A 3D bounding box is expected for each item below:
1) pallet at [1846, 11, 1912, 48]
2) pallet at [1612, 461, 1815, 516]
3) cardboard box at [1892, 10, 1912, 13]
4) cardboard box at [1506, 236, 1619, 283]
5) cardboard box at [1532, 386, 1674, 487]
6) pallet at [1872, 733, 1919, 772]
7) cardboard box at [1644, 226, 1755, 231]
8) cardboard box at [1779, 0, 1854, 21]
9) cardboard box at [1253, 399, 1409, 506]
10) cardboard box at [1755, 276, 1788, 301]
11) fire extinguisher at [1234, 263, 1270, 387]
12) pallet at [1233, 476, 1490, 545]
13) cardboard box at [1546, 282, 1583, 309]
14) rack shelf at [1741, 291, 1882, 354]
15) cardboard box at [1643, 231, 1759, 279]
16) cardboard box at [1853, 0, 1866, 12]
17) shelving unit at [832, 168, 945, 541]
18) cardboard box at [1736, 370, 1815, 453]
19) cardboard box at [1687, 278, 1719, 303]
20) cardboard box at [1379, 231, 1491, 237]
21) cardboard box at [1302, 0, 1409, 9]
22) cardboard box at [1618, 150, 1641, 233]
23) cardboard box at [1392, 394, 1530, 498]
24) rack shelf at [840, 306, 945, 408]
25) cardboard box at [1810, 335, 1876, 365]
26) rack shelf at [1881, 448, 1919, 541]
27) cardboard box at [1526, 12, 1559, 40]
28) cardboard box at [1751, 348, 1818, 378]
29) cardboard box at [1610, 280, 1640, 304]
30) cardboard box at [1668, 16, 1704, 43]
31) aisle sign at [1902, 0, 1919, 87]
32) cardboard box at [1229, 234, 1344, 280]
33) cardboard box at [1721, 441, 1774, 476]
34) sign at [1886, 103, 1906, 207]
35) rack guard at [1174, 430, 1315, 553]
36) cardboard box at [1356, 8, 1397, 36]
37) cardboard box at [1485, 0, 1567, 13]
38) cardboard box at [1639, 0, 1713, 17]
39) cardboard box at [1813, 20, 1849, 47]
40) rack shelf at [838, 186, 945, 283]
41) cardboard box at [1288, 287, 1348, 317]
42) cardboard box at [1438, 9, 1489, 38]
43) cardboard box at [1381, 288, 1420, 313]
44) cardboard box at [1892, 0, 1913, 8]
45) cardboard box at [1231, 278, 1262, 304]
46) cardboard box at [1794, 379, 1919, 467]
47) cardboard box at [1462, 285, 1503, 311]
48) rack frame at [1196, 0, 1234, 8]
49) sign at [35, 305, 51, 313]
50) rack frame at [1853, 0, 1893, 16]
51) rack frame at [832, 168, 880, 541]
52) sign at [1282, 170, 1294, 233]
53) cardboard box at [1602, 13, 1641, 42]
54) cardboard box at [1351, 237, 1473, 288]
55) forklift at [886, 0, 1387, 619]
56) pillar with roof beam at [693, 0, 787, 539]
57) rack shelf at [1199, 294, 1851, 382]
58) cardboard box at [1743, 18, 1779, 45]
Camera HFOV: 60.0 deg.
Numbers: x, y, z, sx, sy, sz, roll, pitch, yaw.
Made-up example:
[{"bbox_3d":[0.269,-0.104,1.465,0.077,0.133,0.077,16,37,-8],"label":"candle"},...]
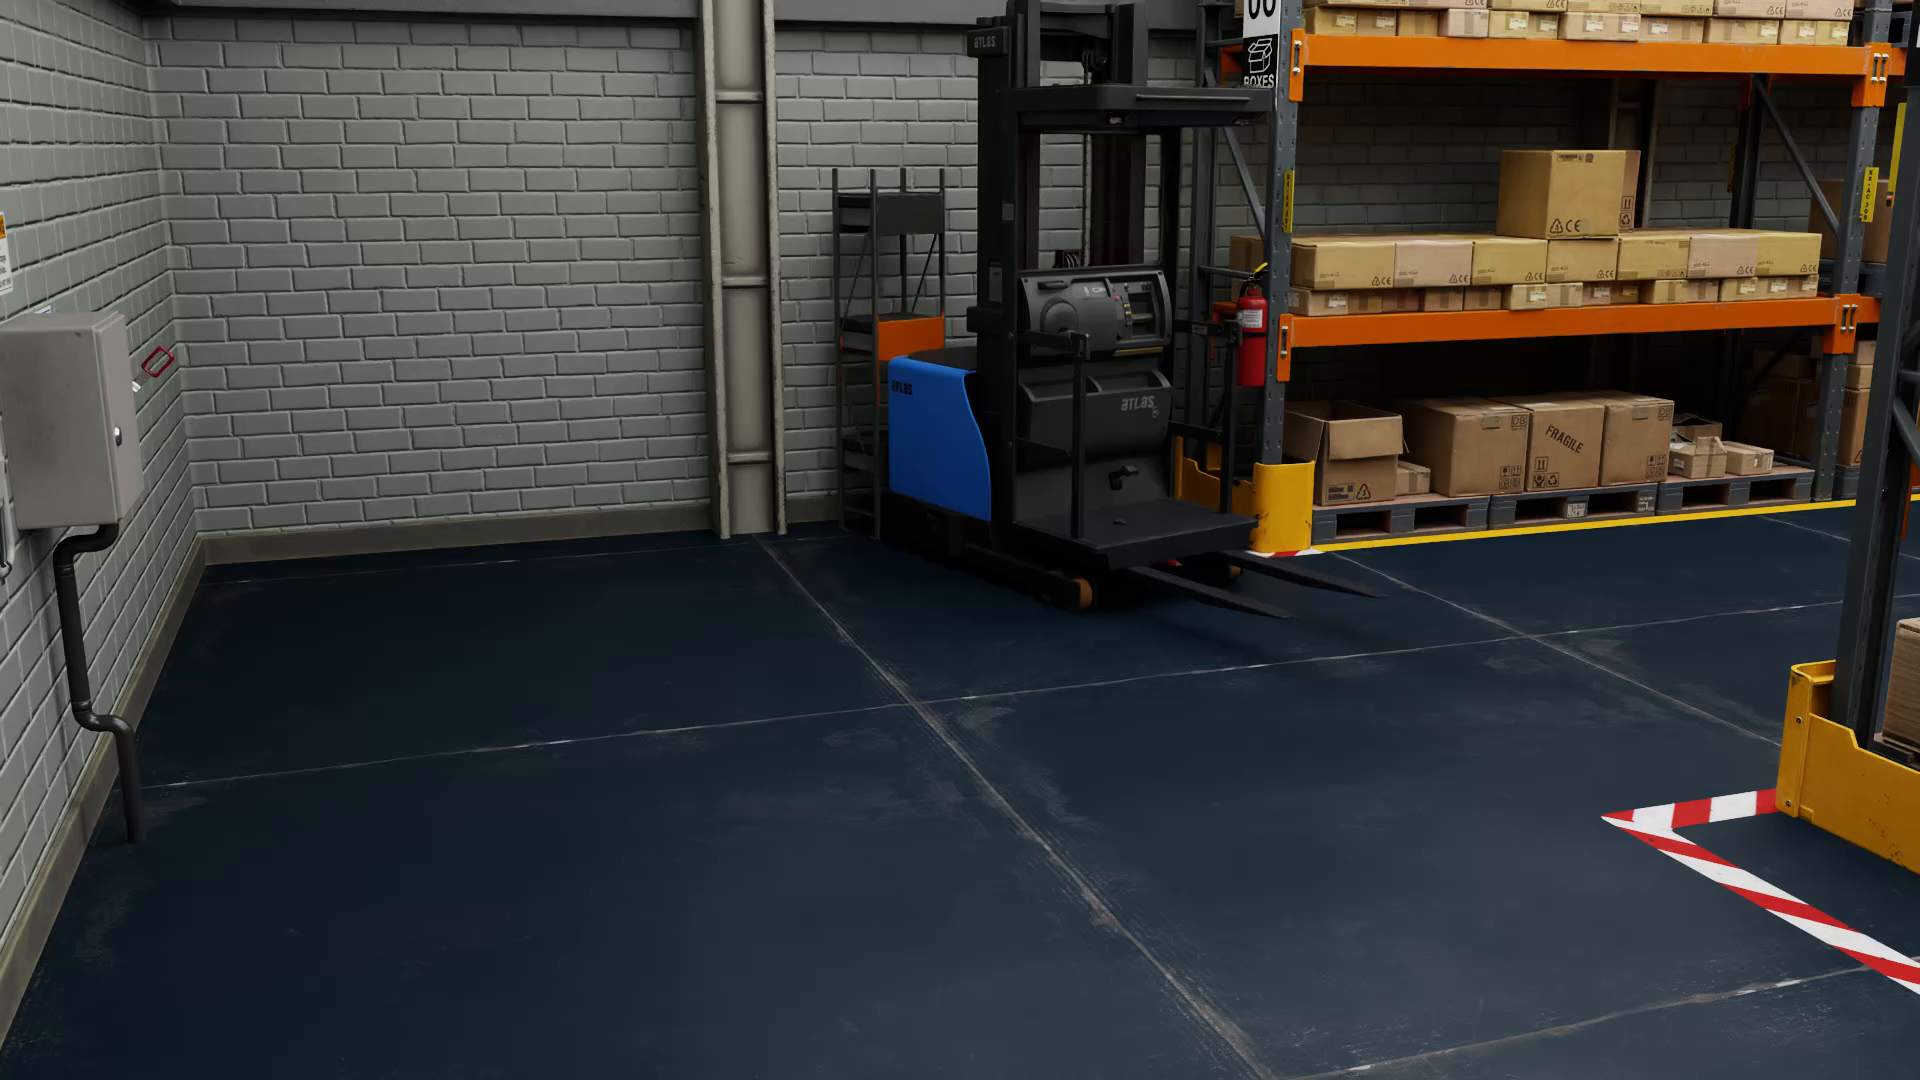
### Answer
[{"bbox_3d":[6.020,-3.212,10.587,1.003,0.211,1.213,-4,14,-18],"label":"pallet"},{"bbox_3d":[4.728,-0.404,10.885,1.213,0.211,1.003,-4,14,-18],"label":"pallet"},{"bbox_3d":[6.119,-3.484,10.745,0.250,0.149,0.380,-5,14,-20],"label":"cardboard box"},{"bbox_3d":[3.539,-1.680,9.904,0.500,0.250,0.500,-5,14,-20],"label":"cardboard box"},{"bbox_3d":[4.005,-0.660,10.428,0.500,0.500,0.700,-5,14,-20],"label":"cardboard box"},{"bbox_3d":[3.908,0.853,5.601,1.213,0.211,1.003,-4,14,-18],"label":"pallet"},{"bbox_3d":[4.824,-1.905,10.853,0.500,0.250,0.500,-5,14,-19],"label":"cardboard box"},{"bbox_3d":[5.002,-3.252,10.030,0.500,0.250,0.500,-4,14,-18],"label":"cardboard box"},{"bbox_3d":[2.198,-0.530,9.876,0.637,0.503,0.797,-5,14,-20],"label":"cardboard box"},{"bbox_3d":[4.918,-1.586,10.371,0.250,0.149,0.380,-4,14,-17],"label":"cardboard box"},{"bbox_3d":[1.596,-1.185,9.114,0.183,0.674,0.296,-4,14,-18],"label":"fire extinguisher"},{"bbox_3d":[2.415,-0.224,10.128,1.213,0.211,1.003,-4,14,-18],"label":"pallet"},{"bbox_3d":[3.467,-1.466,9.866,0.250,0.149,0.380,-4,14,-17],"label":"cardboard box"},{"bbox_3d":[7.275,-1.609,11.478,4.000,0.370,1.077,-4,14,-18],"label":"rack shelf"},{"bbox_3d":[4.504,-1.752,10.206,0.500,0.250,0.500,-4,14,-18],"label":"cardboard box"},{"bbox_3d":[5.644,-3.439,10.554,0.250,0.149,0.380,-4,14,-18],"label":"cardboard box"},{"bbox_3d":[-0.405,-1.089,9.683,0.503,2.100,0.431,-11,17,-38],"label":"shelving unit"},{"bbox_3d":[5.750,-0.900,11.440,0.500,0.500,0.500,-5,14,-18],"label":"cardboard box"},{"bbox_3d":[4.422,-1.548,10.212,0.250,0.149,0.380,-4,14,-17],"label":"cardboard box"},{"bbox_3d":[2.899,-1.753,10.212,0.500,0.250,0.500,-4,14,-16],"label":"cardboard box"},{"bbox_3d":[2.096,-3.020,9.055,0.500,0.250,0.500,-5,14,-19],"label":"cardboard box"},{"bbox_3d":[3.883,-2.196,10.454,0.500,0.500,0.500,-5,14,-20],"label":"cardboard box"},{"bbox_3d":[3.021,-0.583,10.106,0.500,0.500,0.700,-4,14,-16],"label":"cardboard box"},{"bbox_3d":[-0.405,-1.076,9.686,0.480,0.518,0.431,-11,17,-38],"label":"rack shelf"},{"bbox_3d":[5.785,-1.241,10.828,0.250,0.149,0.380,-5,14,-19],"label":"cardboard box"},{"bbox_3d":[5.070,-0.225,5.662,4.000,0.370,1.077,-4,14,-18],"label":"rack shelf"},{"bbox_3d":[3.183,-2.914,9.473,0.250,0.149,0.380,-5,14,-19],"label":"cardboard box"},{"bbox_3d":[5.636,-1.205,11.320,0.250,0.149,0.380,-5,14,-20],"label":"cardboard box"},{"bbox_3d":[3.908,-1.529,10.130,0.250,0.149,0.380,-4,14,-17],"label":"cardboard box"},{"bbox_3d":[4.145,-2.991,9.796,0.250,0.149,0.380,-4,14,-16],"label":"cardboard box"},{"bbox_3d":[3.008,-1.755,4.921,0.004,0.787,0.394,-4,14,-18],"label":"aisle sign"},{"bbox_3d":[1.939,-1.680,9.904,0.500,0.250,0.500,-4,14,-16],"label":"cardboard box"},{"bbox_3d":[4.945,-0.523,10.612,0.250,0.149,0.380,-5,14,-20],"label":"cardboard box"},{"bbox_3d":[3.015,-1.226,5.301,0.005,0.325,0.100,-4,14,-18],"label":"sign"},{"bbox_3d":[1.660,-0.305,9.846,0.348,0.500,1.175,-4,14,-18],"label":"rack guard"},{"bbox_3d":[2.205,-2.851,9.205,0.250,0.149,0.380,-4,14,-17],"label":"cardboard box"},{"bbox_3d":[3.060,-3.097,9.379,0.500,0.250,0.500,-5,14,-20],"label":"cardboard box"},{"bbox_3d":[4.023,-3.176,9.711,0.500,0.250,0.500,-4,14,-17],"label":"cardboard box"},{"bbox_3d":[5.133,-3.057,10.073,0.250,0.149,0.380,-5,14,-18],"label":"cardboard box"},{"bbox_3d":[-0.405,-1.757,9.524,0.480,0.518,0.431,-11,17,-38],"label":"rack shelf"},{"bbox_3d":[1.987,-1.358,9.412,0.250,0.149,0.380,-5,14,-18],"label":"cardboard box"},{"bbox_3d":[2.722,-2.862,9.252,0.250,0.149,0.380,-4,14,-17],"label":"cardboard box"},{"bbox_3d":[2.451,-1.414,9.647,0.250,0.149,0.380,-5,14,-19],"label":"cardboard box"},{"bbox_3d":[5.789,-3.336,10.122,0.250,0.149,0.380,-4,14,-17],"label":"cardboard box"},{"bbox_3d":[1.817,-1.477,9.913,0.250,0.149,0.380,-5,14,-19],"label":"cardboard box"},{"bbox_3d":[5.909,-0.786,10.958,0.500,0.500,0.500,-4,14,-16],"label":"cardboard box"},{"bbox_3d":[2.961,-1.440,9.756,0.250,0.149,0.380,-4,14,-17],"label":"cardboard box"},{"bbox_3d":[1.588,-4.434,8.839,0.127,3.000,1.000,-4,14,-18],"label":"rack frame"},{"bbox_3d":[-3.047,-0.525,5.571,0.001,0.494,0.329,-4,14,-18],"label":"sign"},{"bbox_3d":[5.379,-4.730,10.080,0.127,3.000,1.000,-4,14,-18],"label":"rack frame"},{"bbox_3d":[-0.594,-1.053,9.533,0.015,2.100,0.400,-11,17,-38],"label":"rack frame"},{"bbox_3d":[1.761,-1.818,8.933,0.005,0.325,0.100,-4,14,-18],"label":"sign"},{"bbox_3d":[3.683,-2.937,9.568,0.250,0.149,0.380,-4,14,-17],"label":"cardboard box"},{"bbox_3d":[2.582,-1.599,9.565,0.500,0.250,0.500,-4,14,-17],"label":"cardboard box"},{"bbox_3d":[0.827,-1.201,8.358,1.130,2.935,3.031,-9,16,-34],"label":"forklift"},{"bbox_3d":[0.118,-3.489,4.864,0.400,9.000,9.100,-4,14,-18],"label":"pillar with roof beam"},{"bbox_3d":[3.484,-1.313,10.237,4.000,0.370,1.077,-4,14,-18],"label":"rack shelf"},{"bbox_3d":[4.642,-3.022,9.924,0.250,0.149,0.380,-4,14,-16],"label":"cardboard box"}]
